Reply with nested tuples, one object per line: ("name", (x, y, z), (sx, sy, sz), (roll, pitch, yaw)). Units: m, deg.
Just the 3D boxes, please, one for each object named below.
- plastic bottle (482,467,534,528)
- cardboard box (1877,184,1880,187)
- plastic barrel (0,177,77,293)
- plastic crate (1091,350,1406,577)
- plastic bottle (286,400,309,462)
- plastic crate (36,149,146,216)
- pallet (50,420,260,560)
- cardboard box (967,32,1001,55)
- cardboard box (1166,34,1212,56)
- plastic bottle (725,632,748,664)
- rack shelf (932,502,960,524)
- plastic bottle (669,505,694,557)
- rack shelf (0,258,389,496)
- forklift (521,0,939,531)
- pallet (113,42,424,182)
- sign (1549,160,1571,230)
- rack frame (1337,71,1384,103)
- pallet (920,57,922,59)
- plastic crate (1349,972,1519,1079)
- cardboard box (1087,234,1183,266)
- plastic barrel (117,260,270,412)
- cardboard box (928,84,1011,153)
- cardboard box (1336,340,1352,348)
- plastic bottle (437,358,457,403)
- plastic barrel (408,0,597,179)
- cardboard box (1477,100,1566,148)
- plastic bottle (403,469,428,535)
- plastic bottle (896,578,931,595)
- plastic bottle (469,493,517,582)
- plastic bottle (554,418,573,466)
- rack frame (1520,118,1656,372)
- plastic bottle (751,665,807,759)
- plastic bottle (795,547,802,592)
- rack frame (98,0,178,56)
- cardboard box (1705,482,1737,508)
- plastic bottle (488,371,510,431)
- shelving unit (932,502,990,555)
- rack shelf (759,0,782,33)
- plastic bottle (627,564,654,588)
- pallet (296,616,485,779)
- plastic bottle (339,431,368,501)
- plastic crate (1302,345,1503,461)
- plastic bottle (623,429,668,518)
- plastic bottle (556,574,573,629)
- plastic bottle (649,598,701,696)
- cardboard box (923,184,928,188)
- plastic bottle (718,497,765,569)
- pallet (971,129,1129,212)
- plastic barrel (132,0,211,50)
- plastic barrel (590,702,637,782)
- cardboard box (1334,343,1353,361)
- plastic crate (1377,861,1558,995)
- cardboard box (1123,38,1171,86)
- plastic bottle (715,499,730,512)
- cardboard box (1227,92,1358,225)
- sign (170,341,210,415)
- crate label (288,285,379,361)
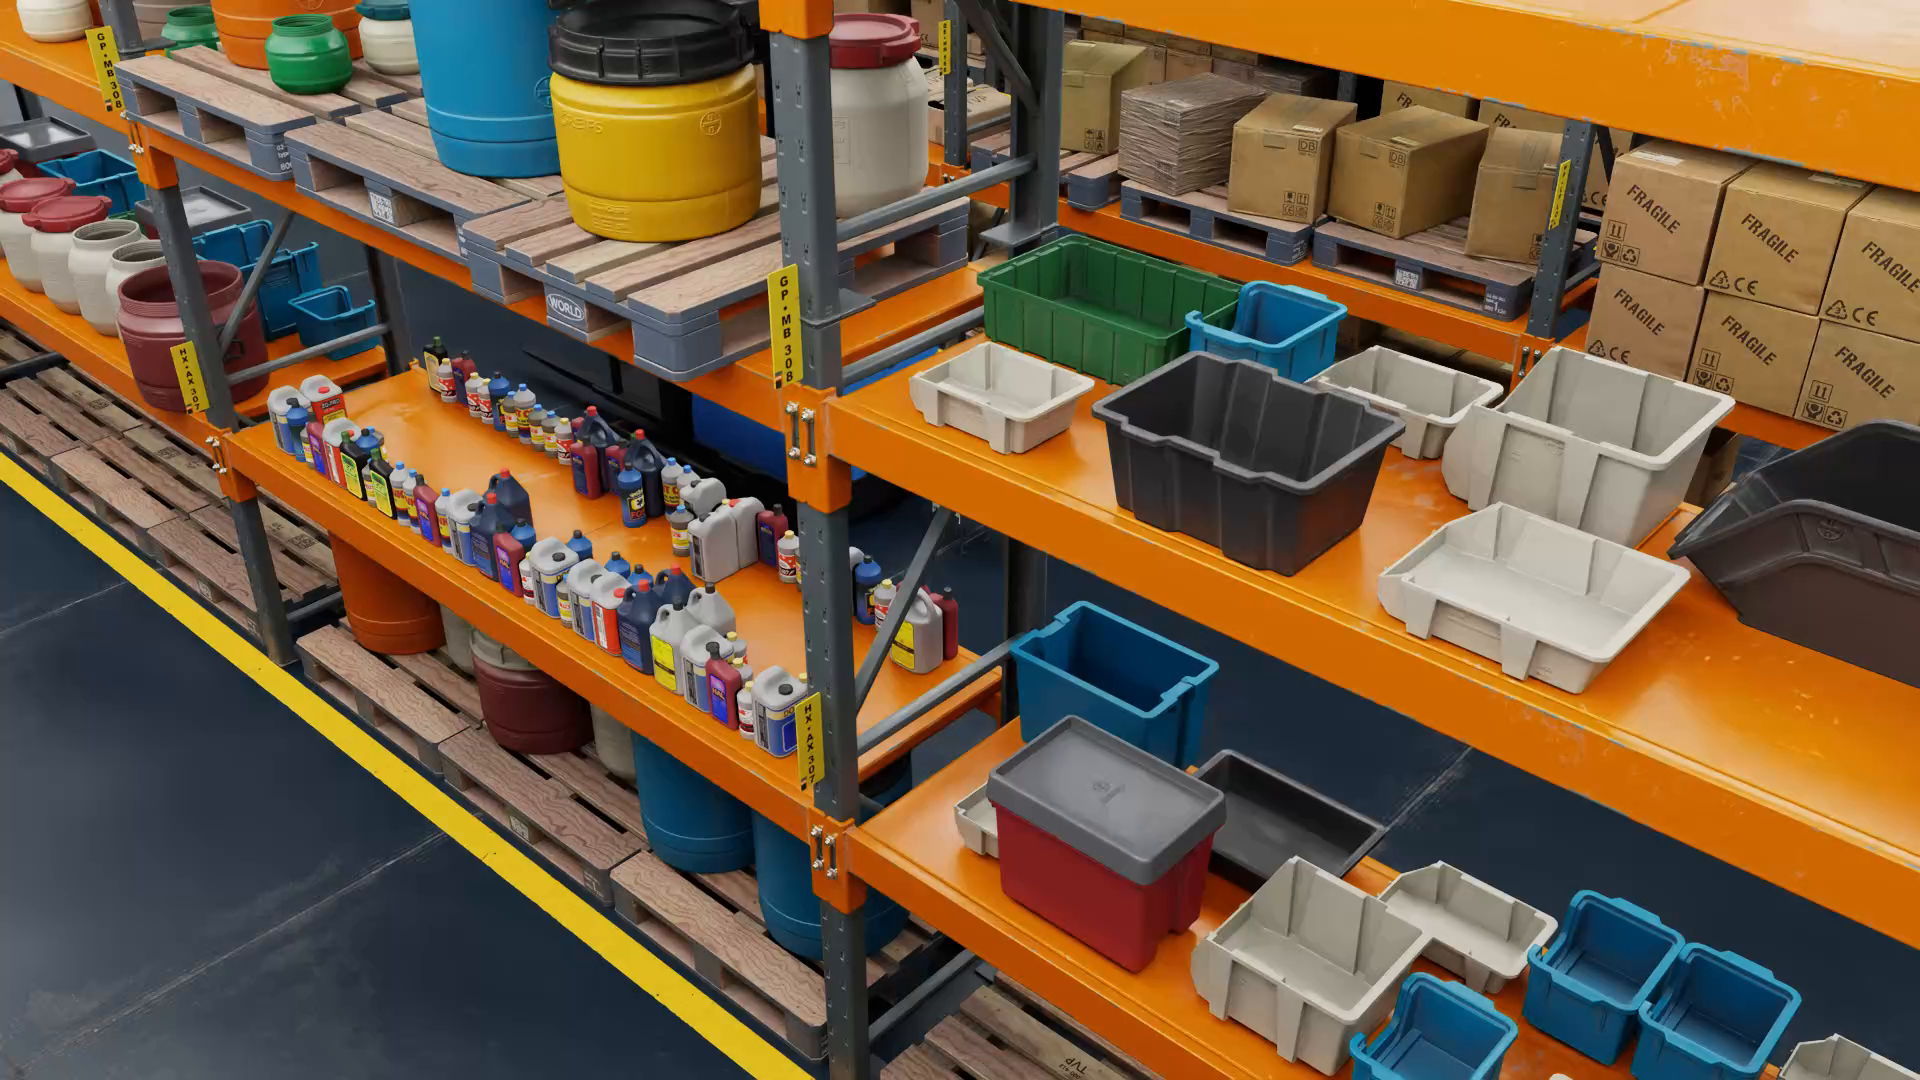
("plastic bottle", (-1.800, -0.134, 6.612), (0.185, 0.351, 0.144), (25, 39, 35))
("cardboard box", (4.172, -1.588, 7.913), (0.500, 0.500, 0.500), (24, 39, 34))
("plastic barrel", (-4.910, -1.634, 8.924), (0.433, 0.535, 0.433), (0, 31, 0))
("plastic crate", (0.652, -0.170, 3.843), (0.590, 0.269, 0.497), (25, 39, 35))
("plastic bottle", (-2.879, -0.481, 7.266), (0.097, 0.271, 0.097), (0, 31, 0))
("plastic crate", (-4.990, -1.975, 9.638), (0.575, 0.384, 0.392), (25, 39, 35))
("pallet", (-4.499, -0.371, 9.662), (1.213, 0.211, 1.003), (25, 39, 35))
("cardboard box", (0.215, -5.182, 17.269), (0.250, 0.166, 0.380), (20, 36, 29))
("cardboard box", (2.263, -4.714, 15.443), (0.500, 0.250, 0.500), (25, 39, 35))
("plastic bottle", (-0.795, 0.416, 5.844), (0.097, 0.201, 0.097), (0, 31, 0))
("rack shelf", (0.006, -0.200, 9.123), (0.200, 0.077, 0.258), (25, 39, 35))
("plastic bottle", (-1.101, -0.043, 6.607), (0.097, 0.201, 0.097), (0, 31, 0))
("rack shelf", (-4.533, -1.244, 9.106), (4.000, 0.370, 1.077), (25, 39, 35))
("forklift", (-1.533, -1.933, 9.619), (3.031, 2.935, 1.130), (25, 39, 35))
("pallet", (-2.549, -1.763, 6.544), (1.213, 0.211, 1.003), (25, 39, 35))
("sign", (2.872, -1.652, 7.962), (0.005, 0.325, 0.100), (25, 39, 35))
("rack frame", (3.597, -4.649, 14.064), (0.127, 3.000, 1.000), (25, 39, 35))
("pallet", (-0.799, -5.480, 18.148), (1.213, 0.211, 1.003), (25, 39, 35))
("plastic crate", (1.186, 1.342, 4.217), (0.300, 0.233, 0.416), (25, 39, 35))
("cardboard box", (1.172, -1.940, 10.835), (0.500, 0.250, 0.500), (27, 40, 37))
("plastic barrel", (-3.598, -0.964, 7.810), (0.708, 0.536, 0.600), (25, 39, 35))
("cardboard box", (0.036, -2.858, 11.175), (0.500, 0.311, 0.500), (-27, 40, -37))
("cardboard box", (2.278, -1.103, 10.171), (0.500, 0.500, 0.500), (26, 39, 36))
("plastic bottle", (-2.391, -0.752, 7.783), (0.097, 0.201, 0.097), (0, 31, 0))
("plastic barrel", (-1.453, -1.688, 5.344), (0.708, 0.901, 0.600), (25, 39, 35))
("cardboard box", (4.700, -3.298, 13.496), (0.750, 0.750, 0.750), (25, 39, 35))
("plastic bottle", (-2.194, -0.162, 6.735), (0.097, 0.271, 0.097), (0, 31, 0))
("plastic bottle", (-0.169, 0.238, 6.060), (0.133, 0.283, 0.061), (25, 39, 35))
("plastic bottle", (-1.803, -0.029, 6.438), (0.185, 0.351, 0.144), (25, 39, 35))
("plastic bottle", (-1.715, -0.436, 7.258), (0.097, 0.201, 0.097), (0, 31, 0))
("rack frame", (3.242, -1.369, 8.616), (0.127, 3.000, 1.000), (25, 39, 35))
("plastic bottle", (-0.594, 0.564, 5.525), (0.135, 0.276, 0.152), (25, 39, 35))
("plastic bottle", (-0.583, 0.092, 6.381), (0.097, 0.201, 0.097), (0, 31, 0))
("rack frame", (-3.051, -3.431, 6.224), (0.127, 3.000, 1.000), (25, 39, 35))
("cardboard box", (4.173, -0.141, 8.913), (0.250, 0.149, 0.380), (25, 39, 35))
("plastic bottle", (-2.076, -0.634, 7.520), (0.097, 0.271, 0.097), (0, 31, 0))
("shelving unit", (0.006, -0.383, 9.013), (0.210, 0.900, 0.258), (25, 39, 35))
("rack shelf", (-1.568, -2.259, 5.363), (4.000, 0.370, 1.077), (25, 39, 35))
("plastic bottle", (-1.169, 0.211, 6.116), (0.097, 0.271, 0.097), (0, 31, 0))
("pallet", (-2.438, 0.591, 8.063), (1.213, 0.211, 1.003), (25, 39, 35))
("plastic bottle", (-2.535, -0.313, 6.975), (0.133, 0.283, 0.061), (25, 39, 35))
("plastic crate", (1.114, -0.354, 4.276), (0.466, 0.136, 0.293), (25, 39, 35))
("plastic bottle", (-1.291, -0.286, 6.864), (0.185, 0.351, 0.144), (25, 39, 35))
("plastic bottle", (-1.443, 0.219, 6.171), (0.097, 0.201, 0.097), (0, 31, 0))
("plastic bottle", (-0.986, 0.352, 5.805), (0.185, 0.351, 0.144), (25, 39, 35))
("cardboard box", (-0.310, -2.468, 12.156), (0.500, 0.311, 0.500), (24, 38, 34))
("plastic bottle", (-0.859, -0.049, 6.544), (0.135, 0.276, 0.152), (25, 39, 35))
("pallet", (0.826, -2.463, 10.620), (1.003, 0.211, 1.213), (25, 39, 35))
("plastic barrel", (-3.514, -2.728, 7.478), (0.600, 0.901, 0.600), (0, 31, 0))
("plastic barrel", (-1.360, 0.740, 7.117), (0.421, 0.512, 0.421), (0, 31, 0))
("cardboard box", (1.951, -0.896, 9.827), (0.500, 0.500, 0.500), (26, 39, 36))
("plastic crate", (1.408, 1.099, 4.714), (0.466, 0.136, 0.293), (25, 39, 35))
("cardboard box", (1.957, -4.551, 15.898), (0.500, 0.500, 0.700), (26, 39, 36))
("plastic bottle", (-0.927, -0.068, 6.647), (0.097, 0.201, 0.097), (0, 31, 0))
("cardboard box", (1.890, -2.180, 9.458), (0.500, 0.500, 0.700), (15, 34, 23))
("sign", (-3.415, -0.718, 7.375), (0.005, 0.325, 0.100), (25, 39, 35))
("crate label", (-3.111, -1.078, 8.294), (0.416, 0.233, 0.303), (25, 39, 35))
